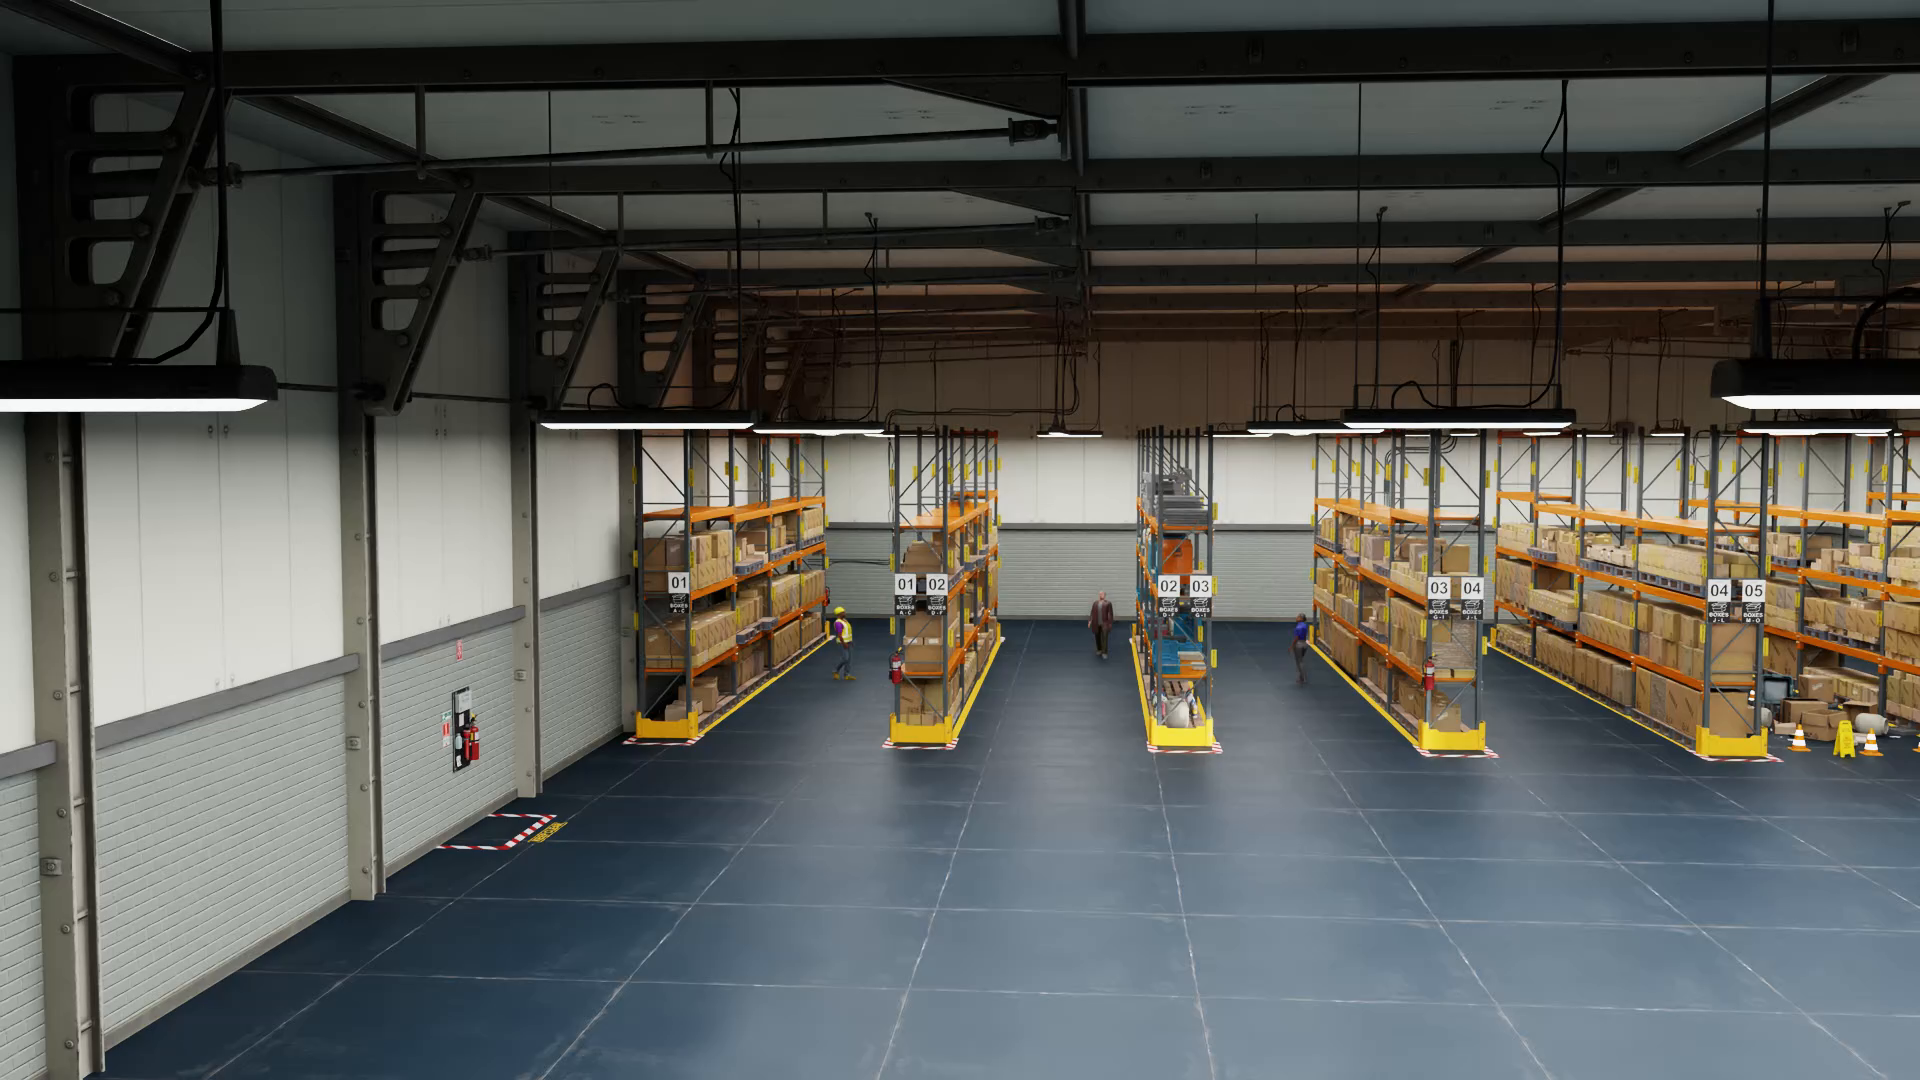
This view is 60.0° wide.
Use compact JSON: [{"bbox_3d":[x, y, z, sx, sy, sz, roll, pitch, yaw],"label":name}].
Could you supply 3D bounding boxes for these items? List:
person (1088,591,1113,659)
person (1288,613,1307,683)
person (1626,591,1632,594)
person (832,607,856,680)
[{"bbox_3d":[3.704,2.210,43.725,0.650,1.740,1.018,0,3,7],"label":"person"},{"bbox_3d":[7.974,2.571,39.145,0.509,1.717,0.516,-3,4,-39],"label":"person"},{"bbox_3d":[17.617,2.212,44.092,0.693,1.750,0.655,2,4,36],"label":"person"},{"bbox_3d":[-2.753,2.473,39.780,0.566,1.761,0.652,2,4,27],"label":"person"}]
